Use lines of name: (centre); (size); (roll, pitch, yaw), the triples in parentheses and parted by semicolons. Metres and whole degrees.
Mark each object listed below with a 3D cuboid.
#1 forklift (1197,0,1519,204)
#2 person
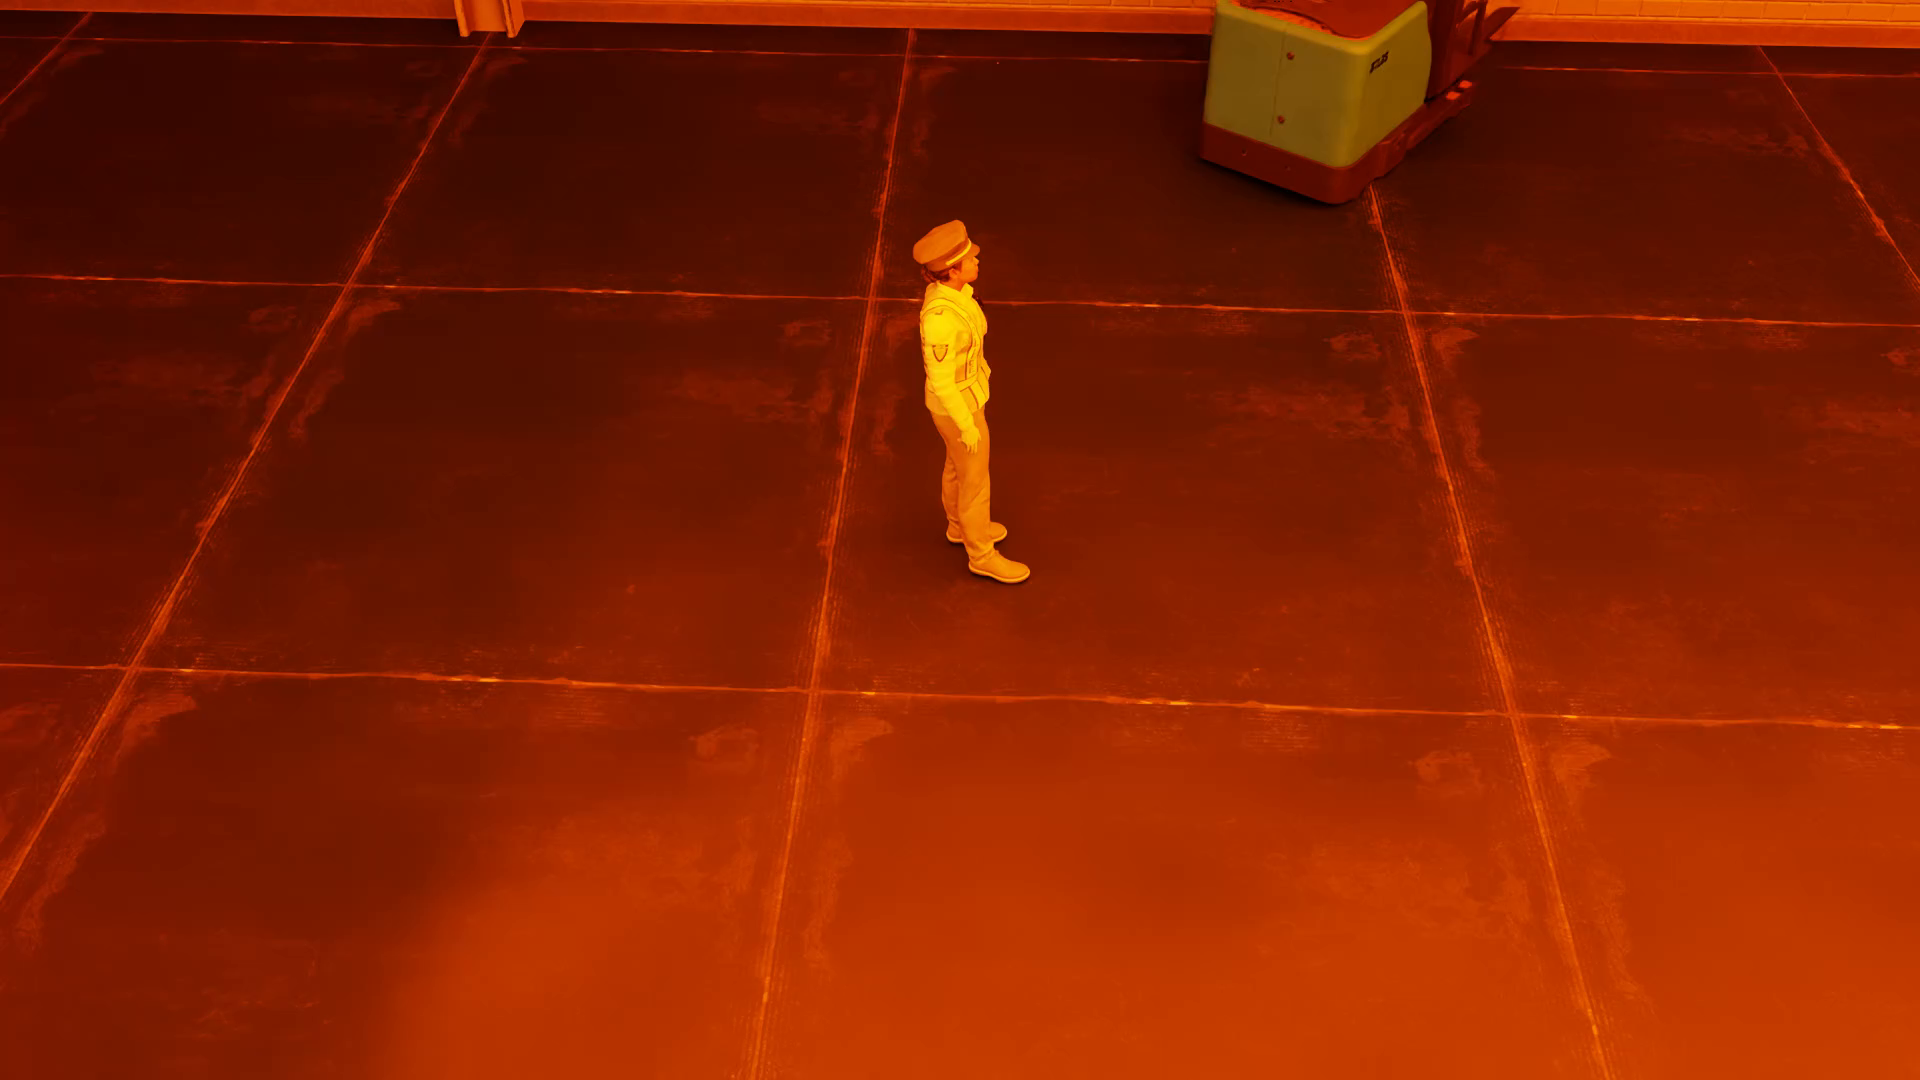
forklift: (2.789, -4.050, 10.178); (1.130, 2.935, 3.031); (27, 49, 27)
person: (0.069, -0.624, 7.333); (0.530, 1.694, 0.586); (2, 42, 2)
